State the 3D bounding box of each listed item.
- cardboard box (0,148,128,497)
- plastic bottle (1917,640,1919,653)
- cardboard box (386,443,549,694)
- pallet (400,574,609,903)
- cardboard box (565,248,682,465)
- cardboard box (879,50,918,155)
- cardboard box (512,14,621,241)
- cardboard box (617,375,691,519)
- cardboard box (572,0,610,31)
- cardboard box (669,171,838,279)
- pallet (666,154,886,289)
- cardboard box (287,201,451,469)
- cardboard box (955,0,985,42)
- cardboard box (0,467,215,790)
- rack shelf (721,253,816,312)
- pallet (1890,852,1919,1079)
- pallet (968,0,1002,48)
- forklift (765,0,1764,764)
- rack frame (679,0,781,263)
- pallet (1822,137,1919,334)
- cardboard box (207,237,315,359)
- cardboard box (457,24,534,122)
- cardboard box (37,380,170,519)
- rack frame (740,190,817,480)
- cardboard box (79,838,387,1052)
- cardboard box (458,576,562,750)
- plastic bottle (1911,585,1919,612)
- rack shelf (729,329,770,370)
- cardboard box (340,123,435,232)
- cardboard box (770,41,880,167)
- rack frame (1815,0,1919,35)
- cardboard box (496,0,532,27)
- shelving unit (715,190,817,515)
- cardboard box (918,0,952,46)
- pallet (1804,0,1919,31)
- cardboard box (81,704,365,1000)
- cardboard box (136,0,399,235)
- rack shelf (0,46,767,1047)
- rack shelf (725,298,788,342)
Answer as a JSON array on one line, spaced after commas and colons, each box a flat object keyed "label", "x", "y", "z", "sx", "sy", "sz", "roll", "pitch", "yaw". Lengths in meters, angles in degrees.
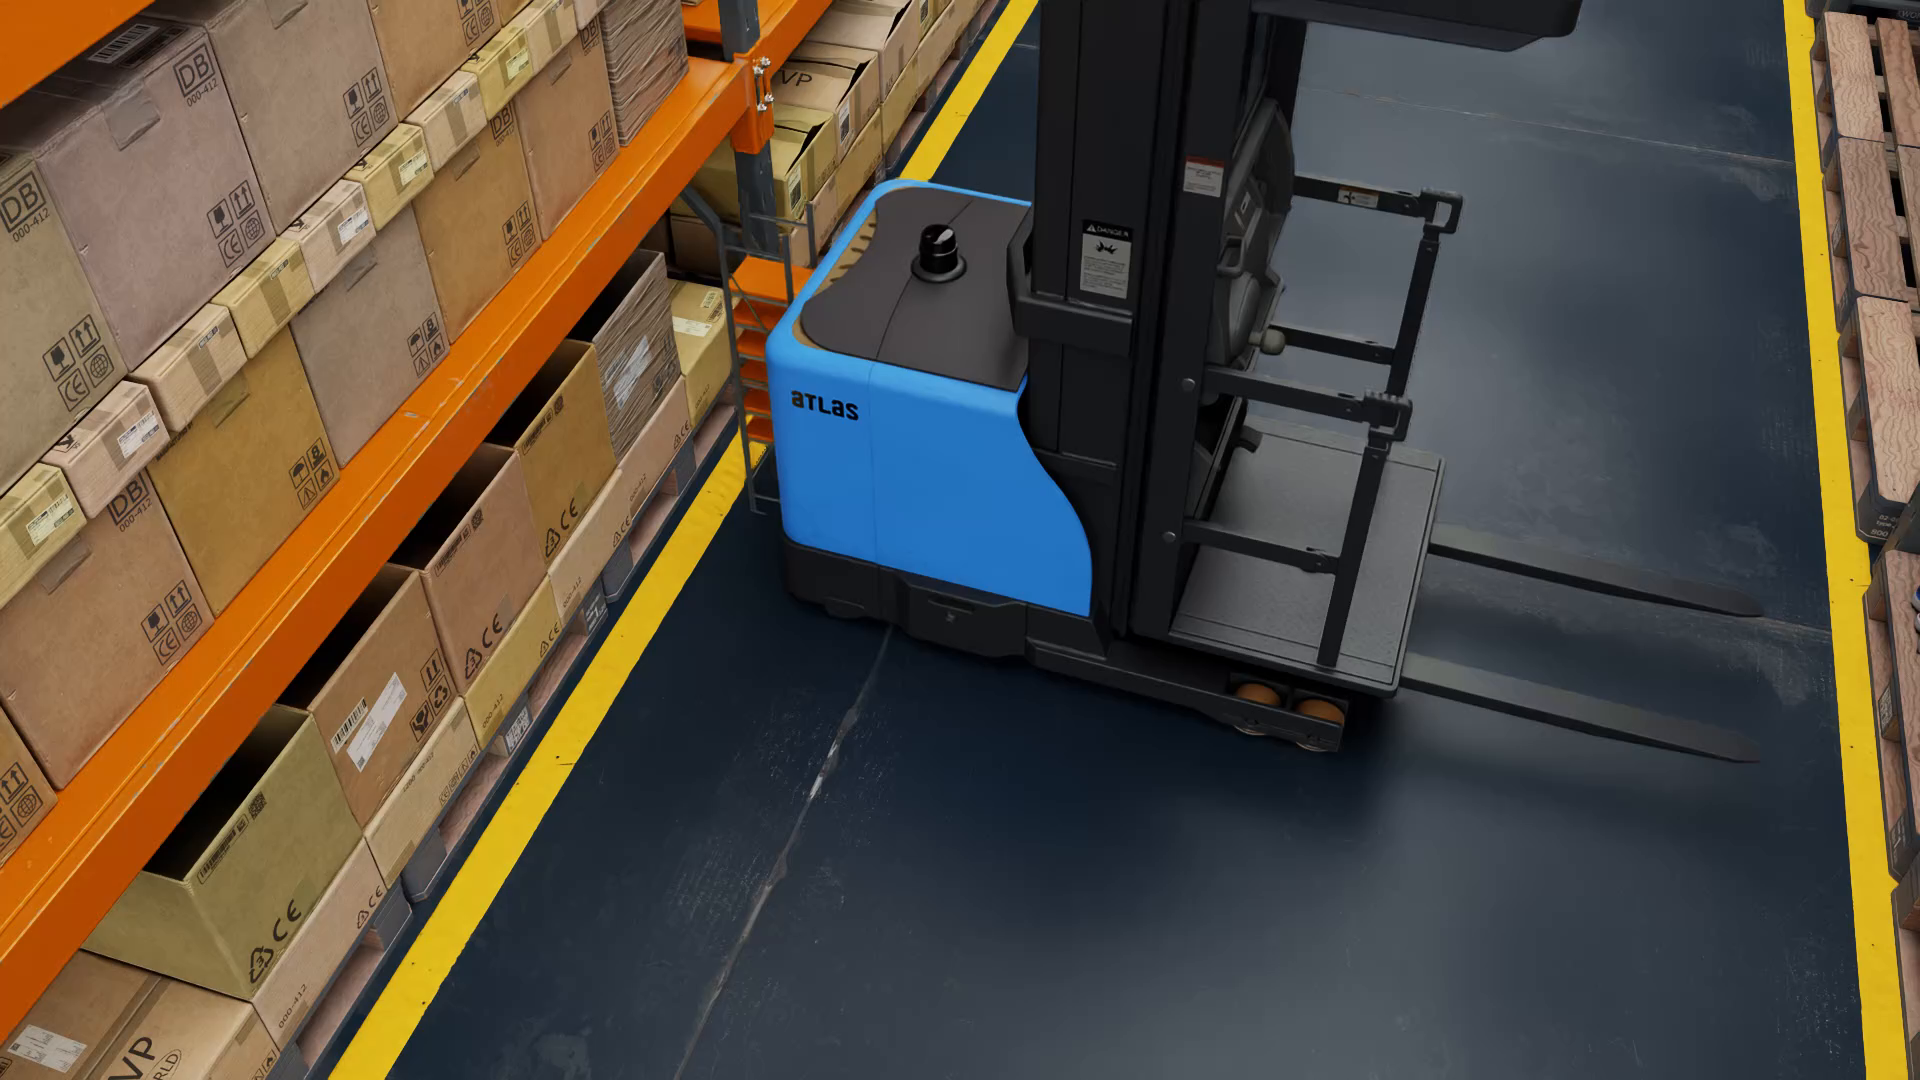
[{"label": "cardboard box", "x": -2.051, "y": -0.411, "z": 3.027, "sx": 0.700, "sy": 0.500, "sz": 0.500, "roll": 11, "pitch": 46, "yaw": 11}, {"label": "plastic bottle", "x": 2.981, "y": 0.267, "z": 5.019, "sx": 0.097, "sy": 0.201, "sz": 0.097, "roll": 0, "pitch": 44, "yaw": 0}, {"label": "cardboard box", "x": -1.543, "y": 0.039, "z": 4.695, "sx": 0.500, "sy": 0.500, "sz": 0.500, "roll": 13, "pitch": 46, "yaw": 13}, {"label": "pallet", "x": -1.812, "y": 0.451, "z": 5.138, "sx": 1.003, "sy": 0.211, "sz": 1.213, "roll": 13, "pitch": 46, "yaw": 13}, {"label": "cardboard box", "x": -1.258, "y": -0.632, "z": 5.381, "sx": 0.500, "sy": 0.500, "sz": 0.500, "roll": 13, "pitch": 46, "yaw": 13}, {"label": "cardboard box", "x": -0.495, "y": -1.953, "z": 7.266, "sx": 0.500, "sy": 0.250, "sz": 0.500, "roll": 11, "pitch": 45, "yaw": 11}, {"label": "cardboard box", "x": -1.445, "y": -1.268, "z": 4.830, "sx": 0.700, "sy": 0.500, "sz": 0.500, "roll": 12, "pitch": 46, "yaw": 12}, {"label": "cardboard box", "x": -1.256, "y": -0.363, "z": 5.642, "sx": 0.500, "sy": 0.250, "sz": 0.500, "roll": 13, "pitch": 46, "yaw": 13}, {"label": "cardboard box", "x": -1.195, "y": -1.584, "z": 4.689, "sx": 0.380, "sy": 0.149, "sz": 0.250, "roll": 11, "pitch": 46, "yaw": 11}, {"label": "cardboard box", "x": -0.805, "y": -1.266, "z": 6.565, "sx": 0.500, "sy": 0.250, "sz": 0.500, "roll": 12, "pitch": 46, "yaw": 12}, {"label": "pallet", "x": -0.977, "y": -1.385, "z": 7.015, "sx": 1.003, "sy": 0.211, "sz": 1.213, "roll": 13, "pitch": 46, "yaw": 13}, {"label": "cardboard box", "x": -1.755, "y": -0.593, "z": 4.140, "sx": 0.700, "sy": 0.500, "sz": 0.500, "roll": 14, "pitch": 46, "yaw": 14}, {"label": "cardboard box", "x": -0.187, "y": -2.635, "z": 7.964, "sx": 0.500, "sy": 0.250, "sz": 0.500, "roll": 14, "pitch": 46, "yaw": 13}, {"label": "cardboard box", "x": -2.067, "y": 0.088, "z": 3.444, "sx": 0.700, "sy": 0.500, "sz": 0.500, "roll": 14, "pitch": 46, "yaw": 14}, {"label": "rack shelf", "x": -0.594, "y": -0.790, "z": 5.247, "sx": 0.258, "sy": 0.103, "sz": 0.180, "roll": 14, "pitch": 46, "yaw": 14}, {"label": "pallet", "x": 2.946, "y": 1.420, "z": 4.148, "sx": 1.003, "sy": 0.211, "sz": 1.213, "roll": 13, "pitch": 46, "yaw": 13}, {"label": "pallet", "x": -0.238, "y": -3.012, "z": 8.677, "sx": 1.003, "sy": 0.211, "sz": 1.213, "roll": 13, "pitch": 46, "yaw": 13}, {"label": "forklift", "x": 0.989, "y": -0.821, "z": 4.494, "sx": 3.031, "sy": 2.935, "sz": 1.130, "roll": 14, "pitch": 46, "yaw": 14}, {"label": "rack frame", "x": -1.163, "y": -1.883, "z": 5.529, "sx": 1.000, "sy": 3.000, "sz": 0.127, "roll": 13, "pitch": 46, "yaw": 13}, {"label": "pallet", "x": 4.125, "y": -1.182, "z": 6.807, "sx": 1.003, "sy": 0.211, "sz": 1.213, "roll": 13, "pitch": 46, "yaw": 13}, {"label": "cardboard box", "x": -1.662, "y": -0.559, "z": 3.641, "sx": 0.380, "sy": 0.149, "sz": 0.250, "roll": 12, "pitch": 46, "yaw": 12}, {"label": "cardboard box", "x": -1.351, "y": -1.246, "z": 4.343, "sx": 0.380, "sy": 0.149, "sz": 0.250, "roll": 12, "pitch": 46, "yaw": 12}, {"label": "cardboard box", "x": -1.818, "y": -0.210, "z": 3.285, "sx": 0.380, "sy": 0.149, "sz": 0.250, "roll": 12, "pitch": 46, "yaw": 12}, {"label": "rack frame", "x": -0.563, "y": -0.624, "z": 5.530, "sx": 0.240, "sy": 1.200, "sz": 0.006, "roll": 14, "pitch": 46, "yaw": 14}, {"label": "cardboard box", "x": -1.852, "y": 0.972, "z": 4.278, "sx": 0.500, "sy": 0.250, "sz": 0.500, "roll": 13, "pitch": 46, "yaw": 13}, {"label": "cardboard box", "x": -1.544, "y": 0.306, "z": 4.958, "sx": 0.500, "sy": 0.250, "sz": 0.500, "roll": 13, "pitch": 46, "yaw": 13}, {"label": "plastic bottle", "x": 3.042, "y": 0.106, "z": 5.133, "sx": 0.097, "sy": 0.271, "sz": 0.097, "roll": 0, "pitch": 44, "yaw": 0}, {"label": "rack shelf", "x": -0.594, "y": -0.618, "z": 5.415, "sx": 0.258, "sy": 0.103, "sz": 0.180, "roll": 14, "pitch": 46, "yaw": 14}, {"label": "cardboard box", "x": -1.505, "y": -0.900, "z": 3.990, "sx": 0.380, "sy": 0.149, "sz": 0.250, "roll": 14, "pitch": 46, "yaw": 14}, {"label": "cardboard box", "x": -0.644, "y": -1.806, "z": 6.715, "sx": 0.500, "sy": 0.311, "sz": 0.500, "roll": 12, "pitch": 46, "yaw": 12}, {"label": "rack frame", "x": 4.768, "y": -3.497, "z": 7.179, "sx": 1.000, "sy": 3.000, "sz": 0.127, "roll": 13, "pitch": 46, "yaw": 13}, {"label": "cardboard box", "x": -1.443, "y": -1.748, "z": 4.392, "sx": 0.700, "sy": 0.500, "sz": 0.500, "roll": 12, "pitch": 46, "yaw": 12}, {"label": "shelving unit", "x": -0.593, "y": -0.564, "z": 5.468, "sx": 0.258, "sy": 1.200, "sz": 0.189, "roll": 14, "pitch": 46, "yaw": 14}, {"label": "cardboard box", "x": -0.336, "y": -2.498, "z": 7.423, "sx": 0.500, "sy": 0.311, "sz": 0.500, "roll": 14, "pitch": 46, "yaw": 14}, {"label": "pallet", "x": 4.967, "y": -3.035, "z": 8.701, "sx": 1.003, "sy": 0.211, "sz": 1.213, "roll": 13, "pitch": 46, "yaw": 13}, {"label": "cardboard box", "x": -1.851, "y": 0.704, "z": 4.015, "sx": 0.500, "sy": 0.500, "sz": 0.500, "roll": 13, "pitch": 46, "yaw": 13}, {"label": "cardboard box", "x": -1.747, "y": -1.081, "z": 3.711, "sx": 0.700, "sy": 0.500, "sz": 0.500, "roll": 13, "pitch": 46, "yaw": 13}, {"label": "rack shelf", "x": -1.769, "y": -0.292, "z": 4.418, "sx": 1.077, "sy": 0.370, "sz": 4.000, "roll": 13, "pitch": 46, "yaw": 13}, {"label": "rack shelf", "x": -0.594, "y": -0.704, "z": 5.331, "sx": 0.258, "sy": 0.103, "sz": 0.180, "roll": 14, "pitch": 46, "yaw": 14}]
